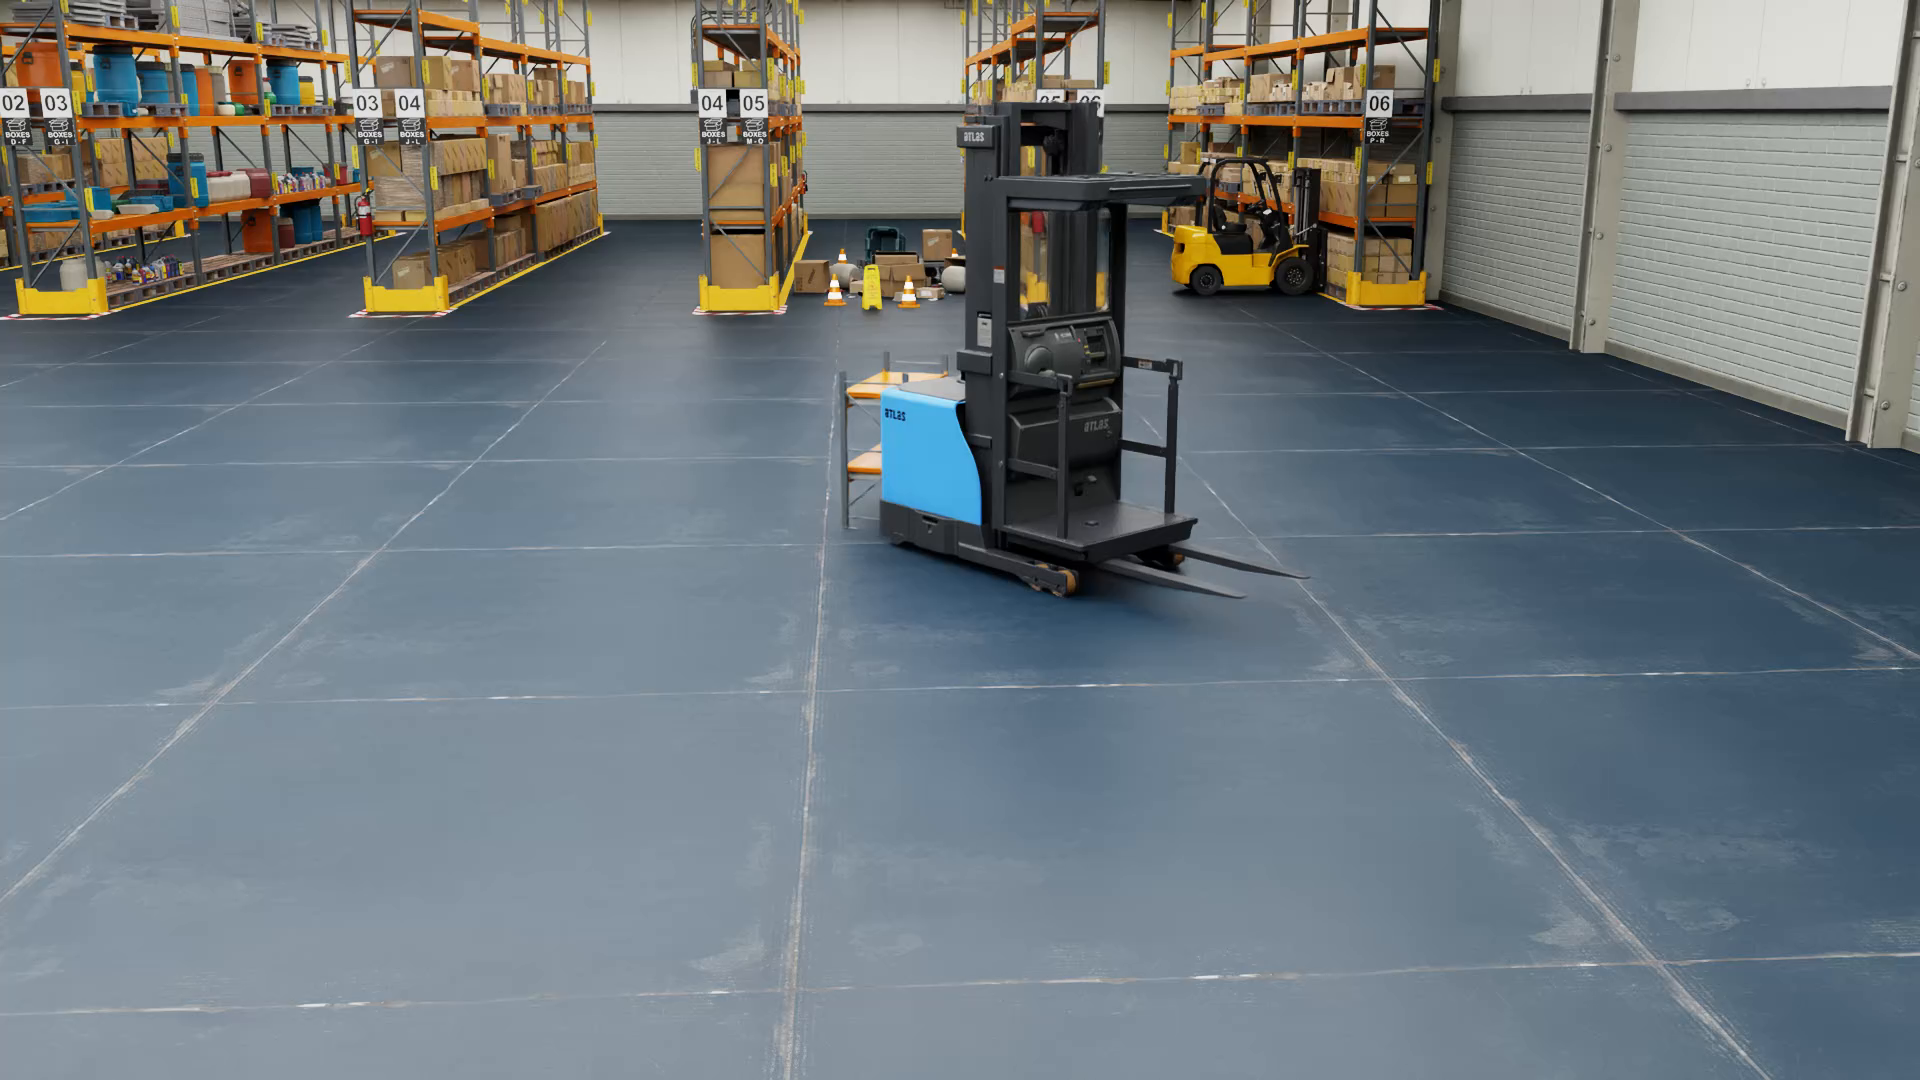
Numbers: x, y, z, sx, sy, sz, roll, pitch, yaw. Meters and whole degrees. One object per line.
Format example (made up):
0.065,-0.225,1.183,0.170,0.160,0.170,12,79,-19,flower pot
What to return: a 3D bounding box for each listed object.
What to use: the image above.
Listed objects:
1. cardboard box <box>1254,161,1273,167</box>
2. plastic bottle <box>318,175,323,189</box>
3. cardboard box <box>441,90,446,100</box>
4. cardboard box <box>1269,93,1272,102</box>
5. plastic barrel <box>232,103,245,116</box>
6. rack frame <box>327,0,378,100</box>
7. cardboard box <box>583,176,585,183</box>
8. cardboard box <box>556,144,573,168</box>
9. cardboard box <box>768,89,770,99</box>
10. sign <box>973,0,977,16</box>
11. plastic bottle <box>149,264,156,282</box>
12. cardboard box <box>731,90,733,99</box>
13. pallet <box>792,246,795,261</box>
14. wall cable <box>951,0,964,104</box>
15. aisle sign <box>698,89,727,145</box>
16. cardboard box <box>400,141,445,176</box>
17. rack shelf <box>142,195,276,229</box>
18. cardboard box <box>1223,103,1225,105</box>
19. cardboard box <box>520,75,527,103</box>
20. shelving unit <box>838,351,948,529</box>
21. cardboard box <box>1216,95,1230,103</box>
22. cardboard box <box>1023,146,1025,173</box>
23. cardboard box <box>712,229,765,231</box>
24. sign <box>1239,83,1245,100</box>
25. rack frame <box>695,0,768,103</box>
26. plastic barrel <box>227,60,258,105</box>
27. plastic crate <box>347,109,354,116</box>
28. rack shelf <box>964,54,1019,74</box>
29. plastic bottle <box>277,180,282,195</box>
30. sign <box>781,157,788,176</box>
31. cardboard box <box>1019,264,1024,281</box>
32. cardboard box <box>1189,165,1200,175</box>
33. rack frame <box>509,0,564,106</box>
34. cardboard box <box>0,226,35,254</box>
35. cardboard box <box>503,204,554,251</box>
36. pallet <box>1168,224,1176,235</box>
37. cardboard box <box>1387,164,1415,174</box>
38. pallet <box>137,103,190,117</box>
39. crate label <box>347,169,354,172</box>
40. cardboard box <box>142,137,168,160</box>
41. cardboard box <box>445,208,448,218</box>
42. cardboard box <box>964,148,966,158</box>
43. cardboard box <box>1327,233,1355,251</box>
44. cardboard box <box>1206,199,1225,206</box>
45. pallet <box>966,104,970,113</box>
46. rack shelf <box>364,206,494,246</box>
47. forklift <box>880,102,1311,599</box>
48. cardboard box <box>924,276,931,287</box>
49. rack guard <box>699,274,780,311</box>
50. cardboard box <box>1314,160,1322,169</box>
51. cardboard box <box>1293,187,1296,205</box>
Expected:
5.867,-7.251,32.184,0.380,0.149,0.250,0,14,-2,cardboard box
-13.547,-7.583,35.213,0.061,0.283,0.133,-1,14,-3,plastic bottle
-8.068,-6.783,25.350,0.380,0.149,0.250,-1,14,-4,cardboard box
5.911,-8.150,30.624,0.380,0.149,0.250,-1,14,-4,cardboard box
-13.640,-8.111,31.325,0.294,0.245,0.294,0,14,0,plastic barrel
-14.202,-11.690,38.900,1.000,3.000,0.127,-1,14,-3,rack frame
-8.814,-8.275,38.174,0.380,0.149,0.250,-1,14,-2,cardboard box
-8.785,-8.424,36.445,0.500,0.500,0.500,-1,14,-3,cardboard box
-3.012,-6.606,24.622,0.380,0.149,0.250,-1,14,-3,cardboard box
0.325,-11.451,35.780,0.100,0.325,0.005,-1,14,-3,sign
-13.052,-4.313,26.862,0.097,0.271,0.097,0,14,0,plastic bottle
-3.763,-6.973,26.047,0.380,0.149,0.250,-1,14,-3,cardboard box
-3.853,-5.766,33.515,1.003,0.211,1.213,-1,14,-3,pallet
-0.001,-13.329,45.273,0.463,3.000,0.029,-1,14,-3,wall cable
-3.606,-6.170,24.269,0.394,0.787,0.004,-1,14,-3,aisle sign
-8.029,-5.699,24.853,0.500,0.500,0.500,-1,14,-3,cardboard box
-13.583,-5.949,30.071,1.077,0.370,4.000,-1,14,-3,rack shelf
6.087,-9.751,37.088,0.500,0.250,0.500,-1,14,-5,cardboard box
-8.484,-8.500,31.317,0.500,0.500,0.500,-1,14,-2,cardboard box
-0.466,-0.741,12.150,0.538,1.125,1.048,4,15,14,shelving unit
5.576,-9.217,34.770,0.380,0.149,0.250,-1,14,-2,cardboard box
1.350,-5.961,25.870,0.700,0.500,0.500,-1,14,-3,cardboard box
-3.475,-4.494,26.393,0.875,0.875,0.875,-1,14,-4,cardboard box
5.540,-8.797,32.639,0.100,0.325,0.005,-1,14,-3,sign
-3.311,-7.838,23.931,1.000,3.000,0.127,-1,14,-3,rack frame
-13.739,-8.800,31.984,0.600,0.830,0.708,-1,14,-3,plastic barrel
-13.826,-9.599,37.324,0.437,0.136,0.530,-1,14,-3,plastic crate
0.756,-10.880,37.998,1.077,0.370,4.000,-1,14,-3,rack shelf
-13.385,-6.933,32.687,0.061,0.283,0.133,-1,14,-3,plastic bottle
-3.005,-6.394,28.462,0.100,0.325,0.005,-1,14,-3,sign
1.243,-4.362,27.136,0.500,0.250,0.500,-1,14,-5,cardboard box
5.513,-8.415,37.917,0.500,0.250,0.500,-1,14,-3,cardboard box
-9.011,-10.771,35.331,1.000,3.000,0.127,-1,14,-3,rack frame
-18.394,-5.839,32.335,0.500,0.500,0.500,0,14,-1,cardboard box
-8.785,-6.217,33.093,1.225,0.875,0.875,-2,15,-6,cardboard box
5.641,-7.523,40.344,1.003,0.211,1.213,-1,14,-3,pallet
6.770,-5.706,25.582,0.380,0.149,0.250,-1,14,-5,cardboard box
-13.316,-6.983,27.006,1.213,0.211,1.003,-1,14,-3,pallet
-14.515,-8.666,39.402,0.416,0.233,0.303,-1,14,-3,crate label
-18.844,-9.135,38.803,0.500,0.500,0.500,-1,14,-4,cardboard box
-8.080,-5.021,25.526,0.380,0.149,0.250,-1,14,-3,cardboard box
0.378,-9.423,39.921,0.500,0.500,0.500,-1,14,-5,cardboard box
6.159,-4.830,26.948,0.500,0.250,0.500,-1,14,-3,cardboard box
5.651,-7.455,36.756,0.380,0.149,0.250,-1,14,-4,cardboard box
0.689,-10.239,39.460,1.003,0.211,1.213,-1,14,-3,pallet
-8.391,-5.031,26.502,1.077,0.370,4.000,-1,14,-3,rack shelf
0.811,-1.214,10.363,1.130,2.935,3.031,-13,19,-41,forklift
-0.716,-4.469,28.365,0.258,0.266,0.396,-13,20,-42,cardboard box
-3.309,-3.716,24.967,1.175,0.500,0.348,-1,14,-3,rack guard
6.141,-6.273,27.788,0.380,0.149,0.250,-1,14,-4,cardboard box
6.097,-6.041,28.784,0.500,0.500,0.500,-1,14,-5,cardboard box
